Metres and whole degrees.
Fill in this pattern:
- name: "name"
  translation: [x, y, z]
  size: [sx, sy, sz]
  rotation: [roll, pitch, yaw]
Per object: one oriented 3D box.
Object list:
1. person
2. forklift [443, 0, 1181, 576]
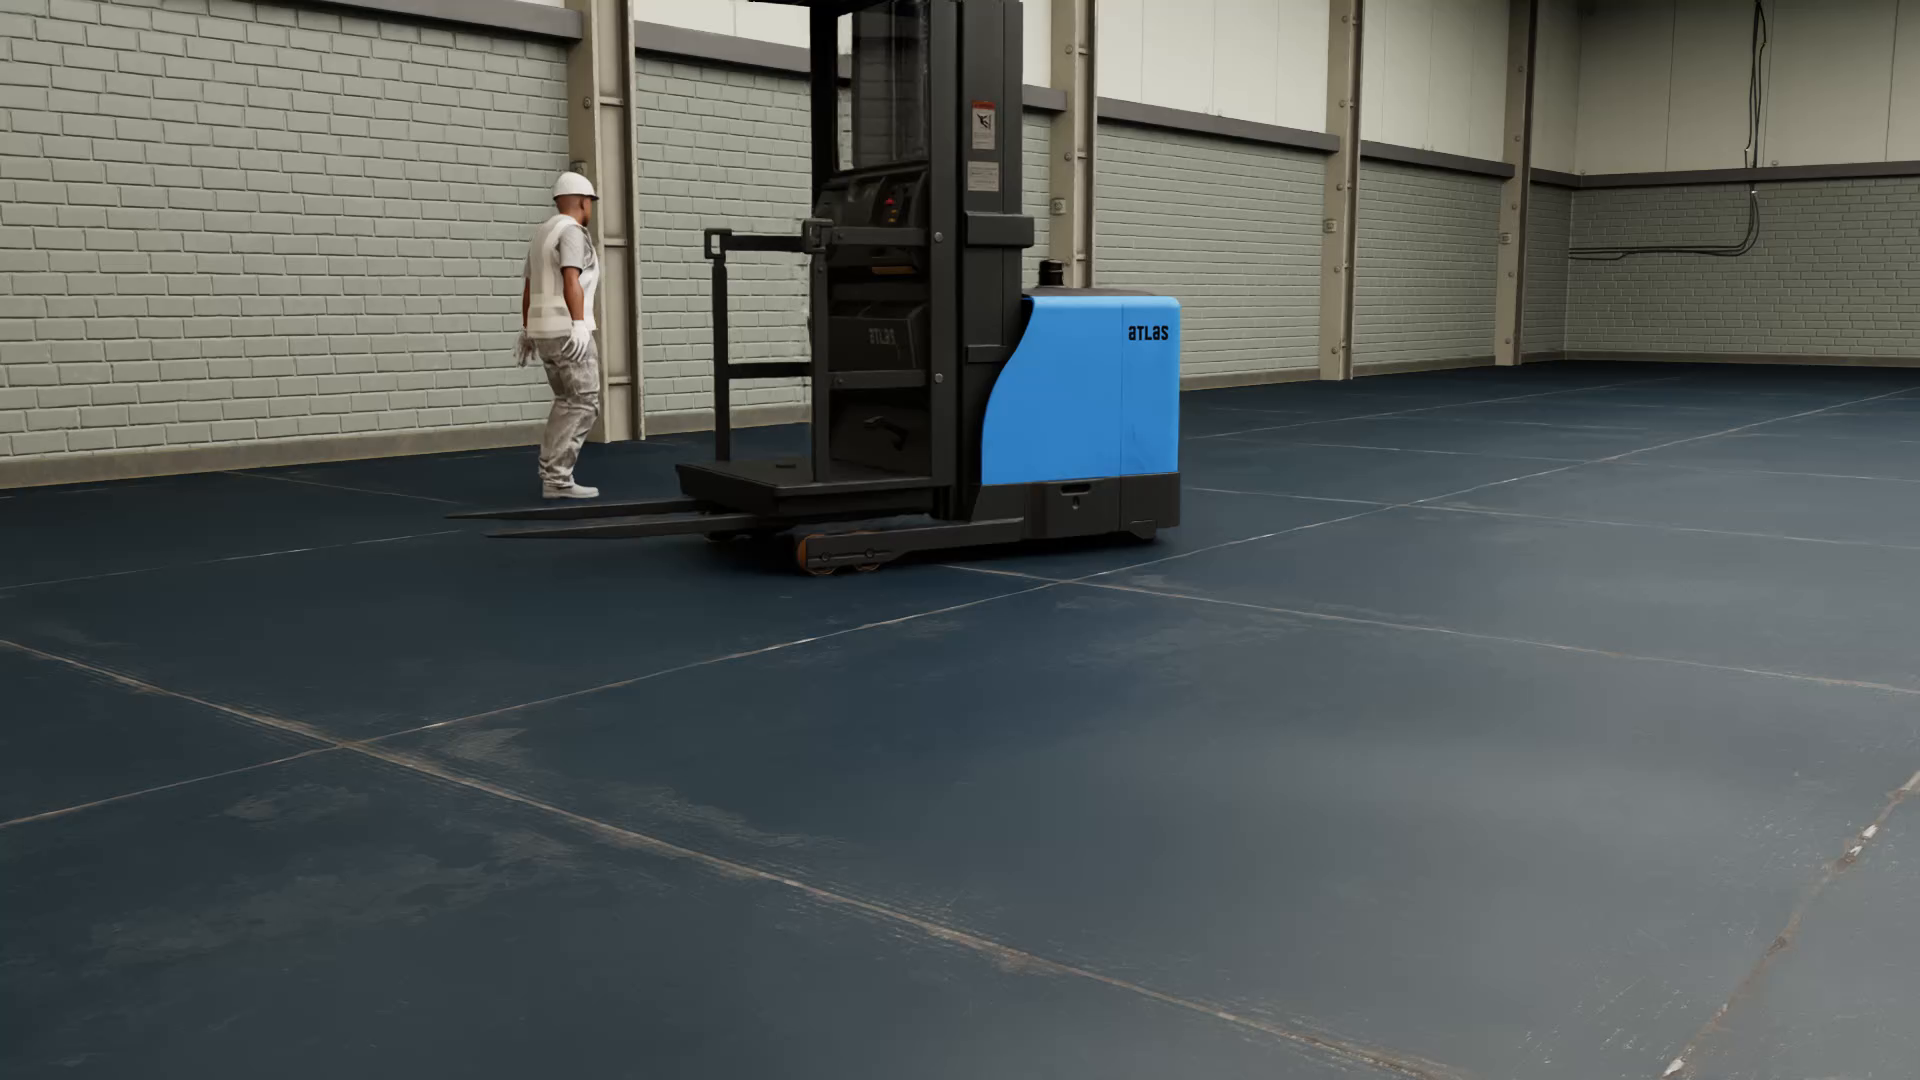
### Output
- name: "person"
  translation: [-2.121, -1.110, 9.020]
  size: [0.453, 1.743, 0.881]
  rotation: [-6, 10, -34]
- name: "forklift"
  translation: [-0.559, -1.397, 6.827]
  size: [3.031, 2.935, 1.130]
  rotation: [-5, 10, -30]
